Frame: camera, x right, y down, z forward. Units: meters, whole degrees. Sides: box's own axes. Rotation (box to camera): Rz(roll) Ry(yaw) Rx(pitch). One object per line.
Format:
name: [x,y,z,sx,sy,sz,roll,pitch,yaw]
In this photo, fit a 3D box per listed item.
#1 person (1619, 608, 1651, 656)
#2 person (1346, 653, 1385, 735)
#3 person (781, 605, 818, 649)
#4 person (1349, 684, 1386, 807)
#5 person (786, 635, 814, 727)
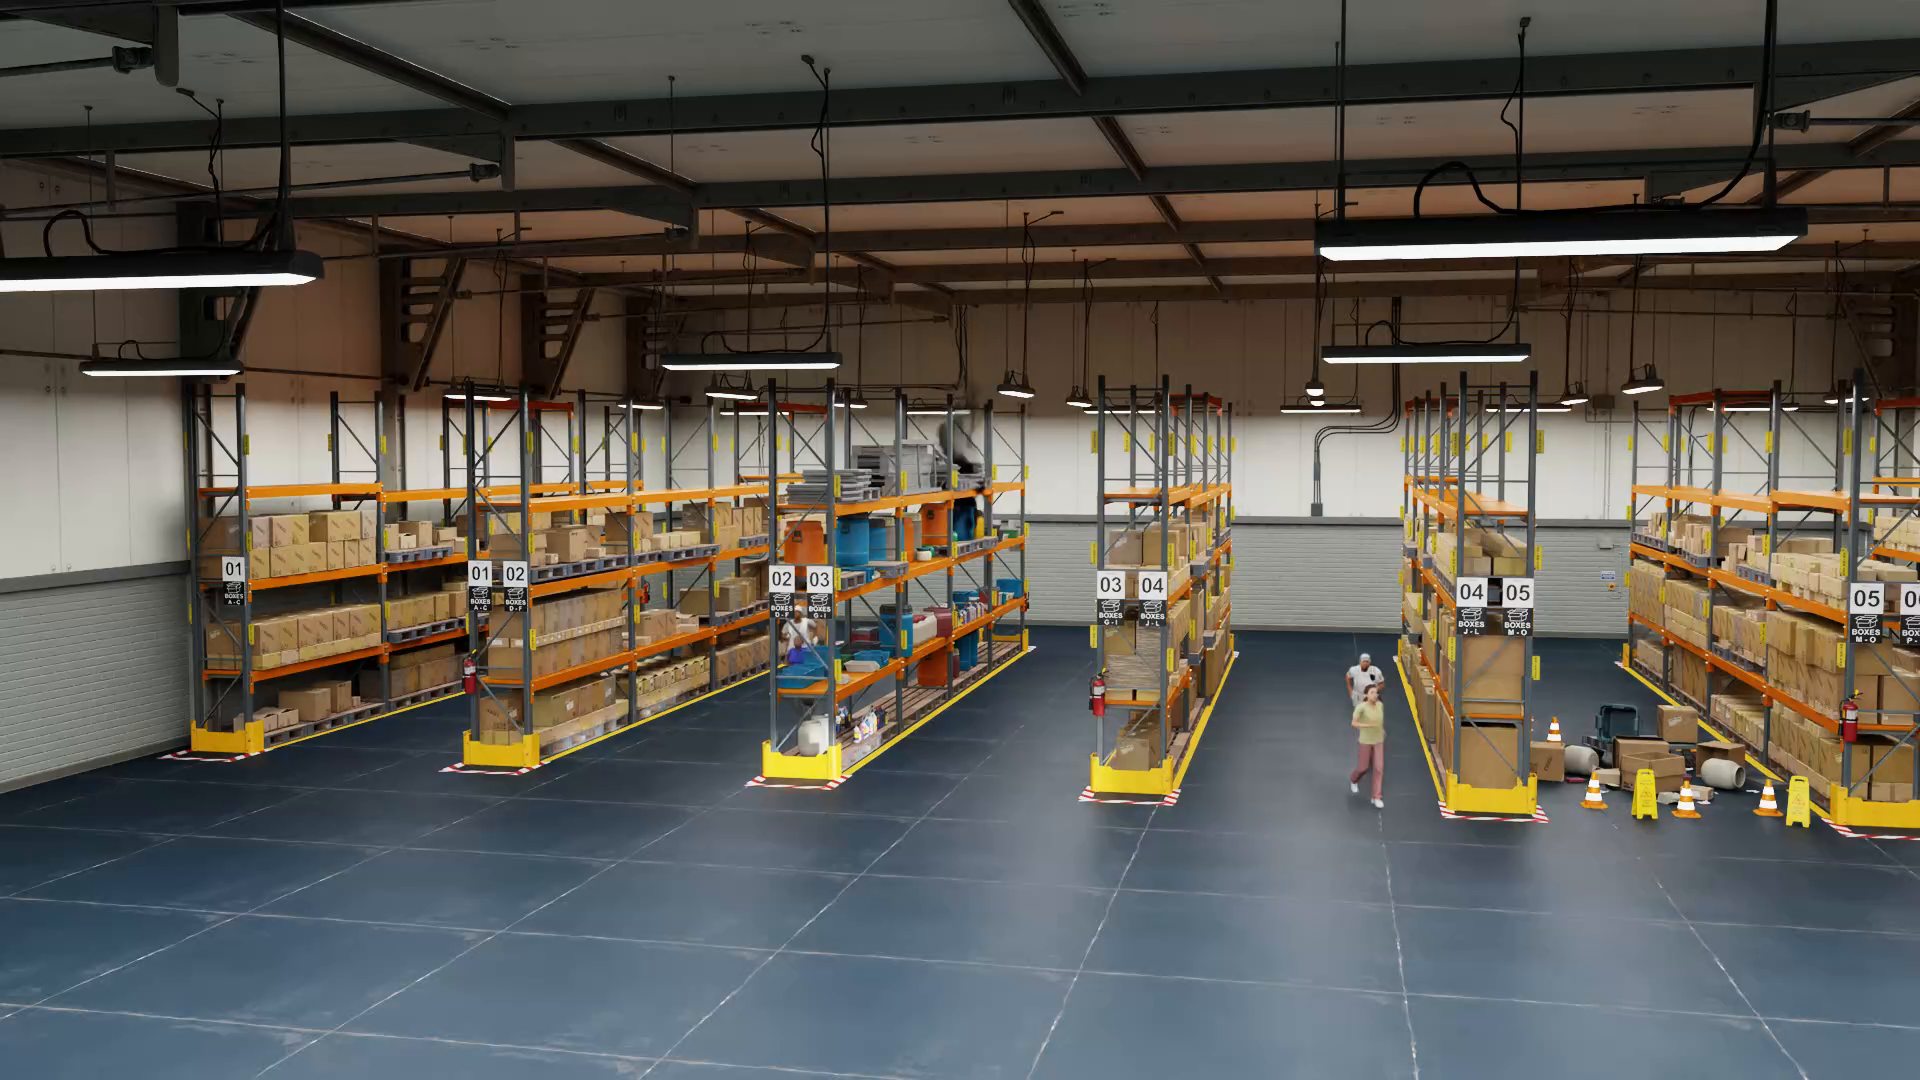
person: [15.820,1.903,38.716,0.962,1.713,0.771,2,4,29]
person: [6.587,2.649,27.045,0.609,1.669,1.059,0,3,9]
person: [-3.202,2.211,33.255,0.693,1.828,0.922,0,3,9]
person: [5.705,2.827,23.202,0.582,1.657,0.915,-1,3,-11]
person: [-2.849,2.510,29.804,0.598,1.614,0.670,1,3,17]
